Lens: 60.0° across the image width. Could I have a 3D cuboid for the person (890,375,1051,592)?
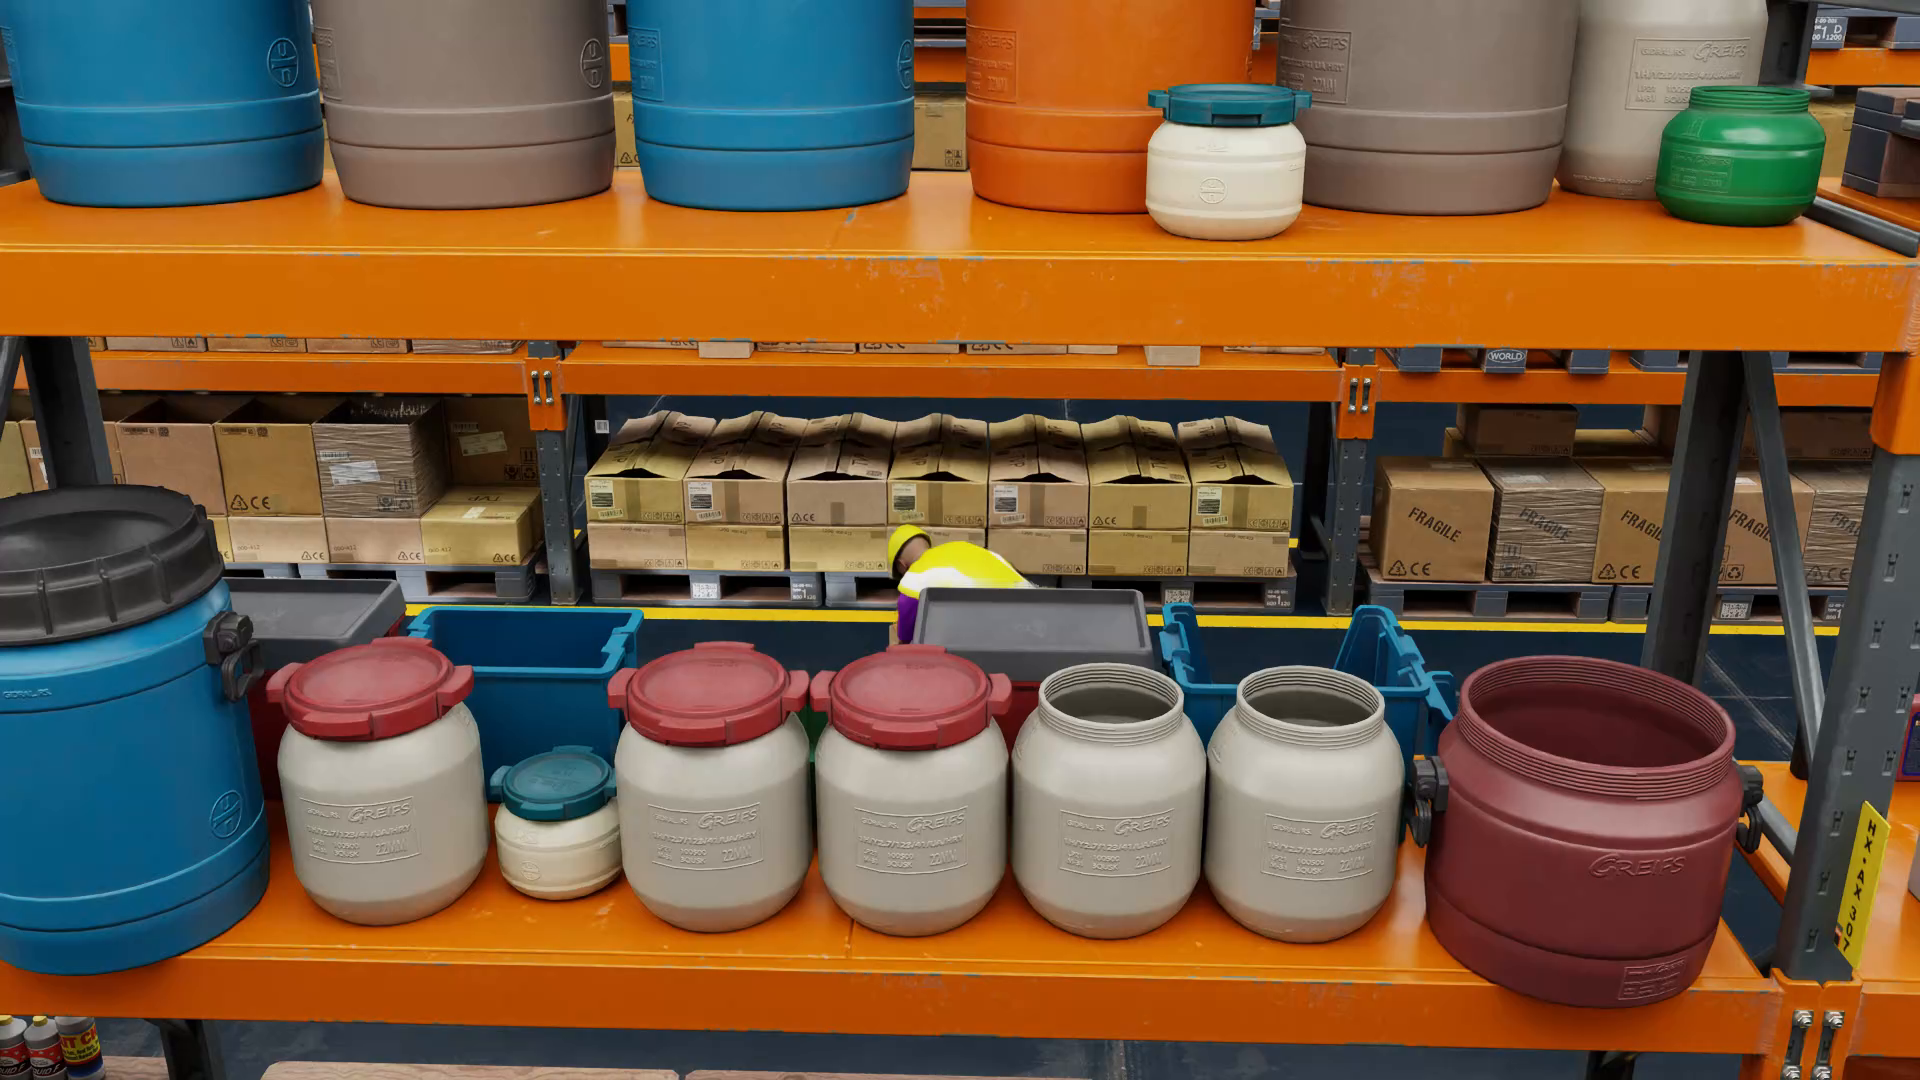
[{"bbox_3d":[0.018,0.057,7.290,0.469,1.483,0.843,-17,27,-38],"label":"person"}]
